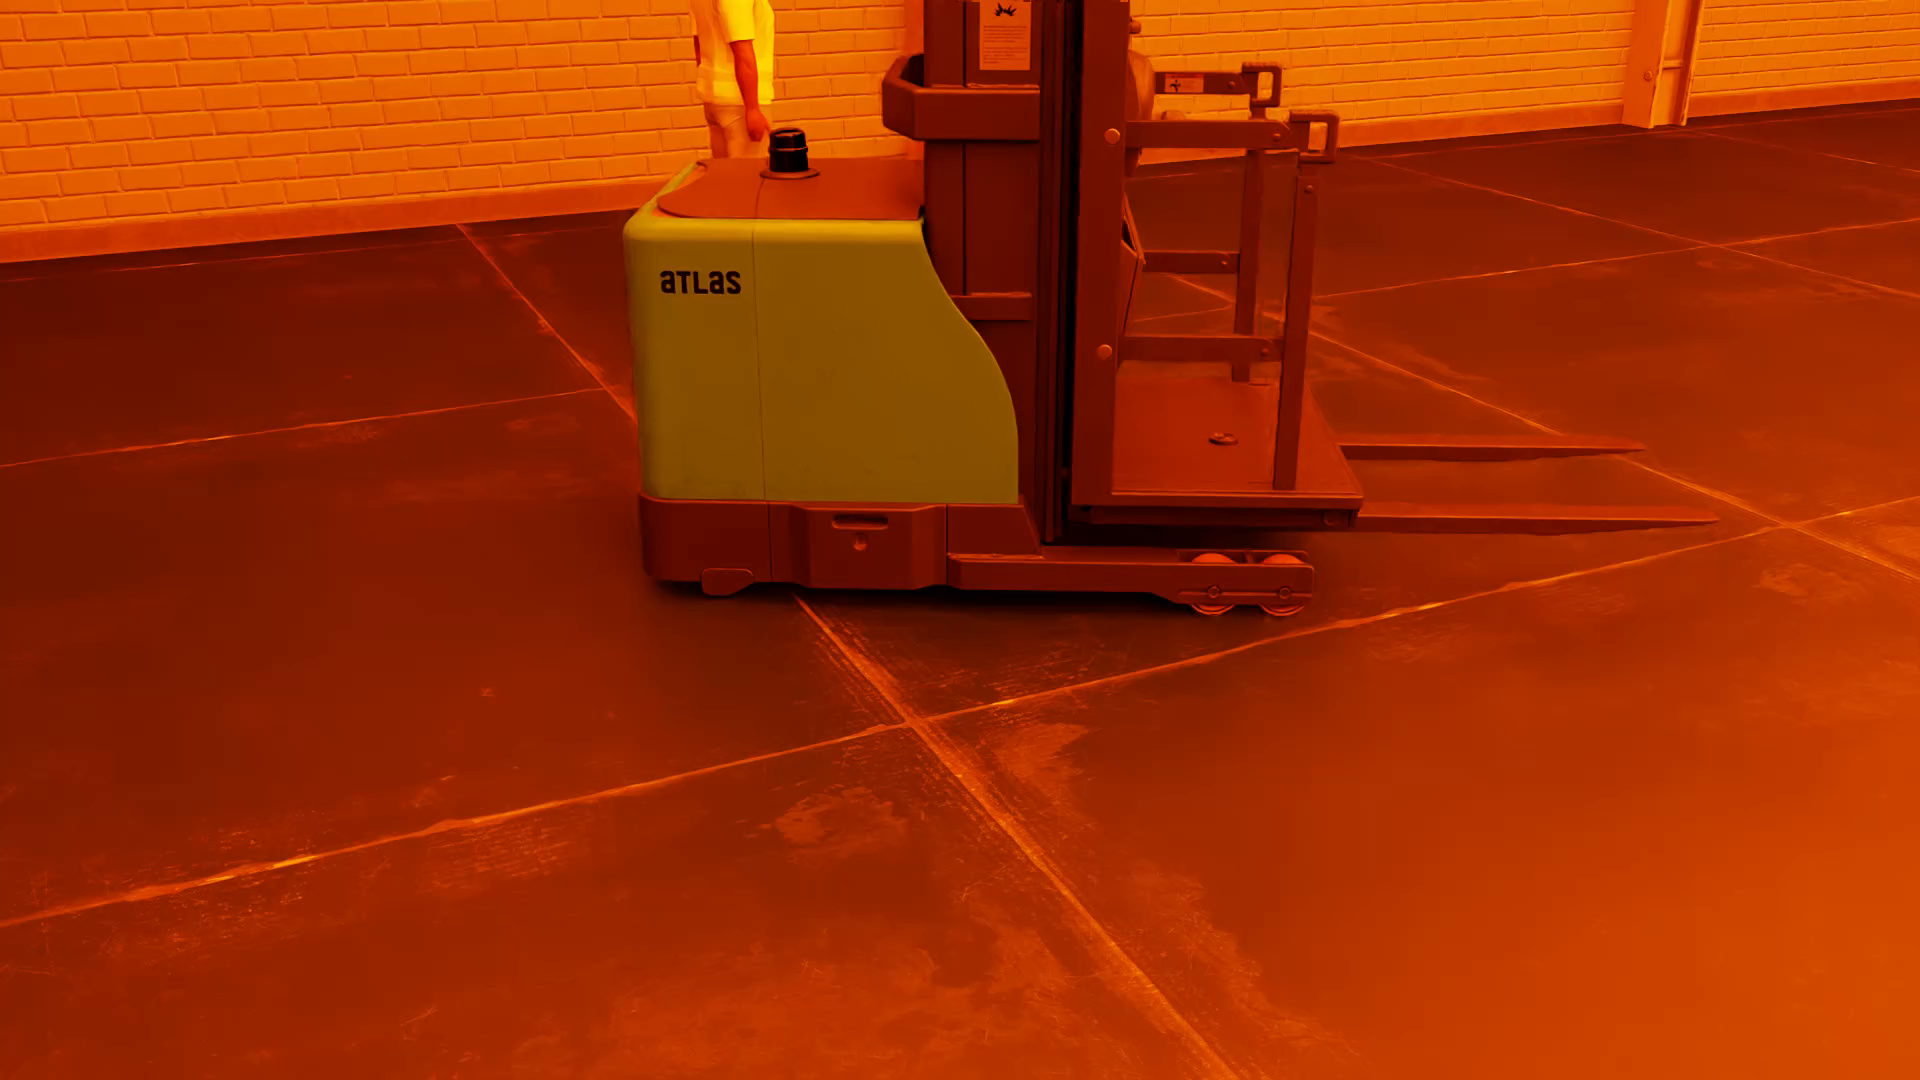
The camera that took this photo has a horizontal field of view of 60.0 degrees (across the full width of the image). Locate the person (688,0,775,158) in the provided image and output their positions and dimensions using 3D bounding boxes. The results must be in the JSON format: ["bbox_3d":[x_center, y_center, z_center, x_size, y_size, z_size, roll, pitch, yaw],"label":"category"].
[{"bbox_3d":[-1.006,-1.999,7.614,0.373,1.771,0.557,-11,25,-26],"label":"person"}]

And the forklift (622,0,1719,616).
[{"bbox_3d":[0.629,-1.352,4.541,3.031,2.935,1.130,1,23,2],"label":"forklift"}]
